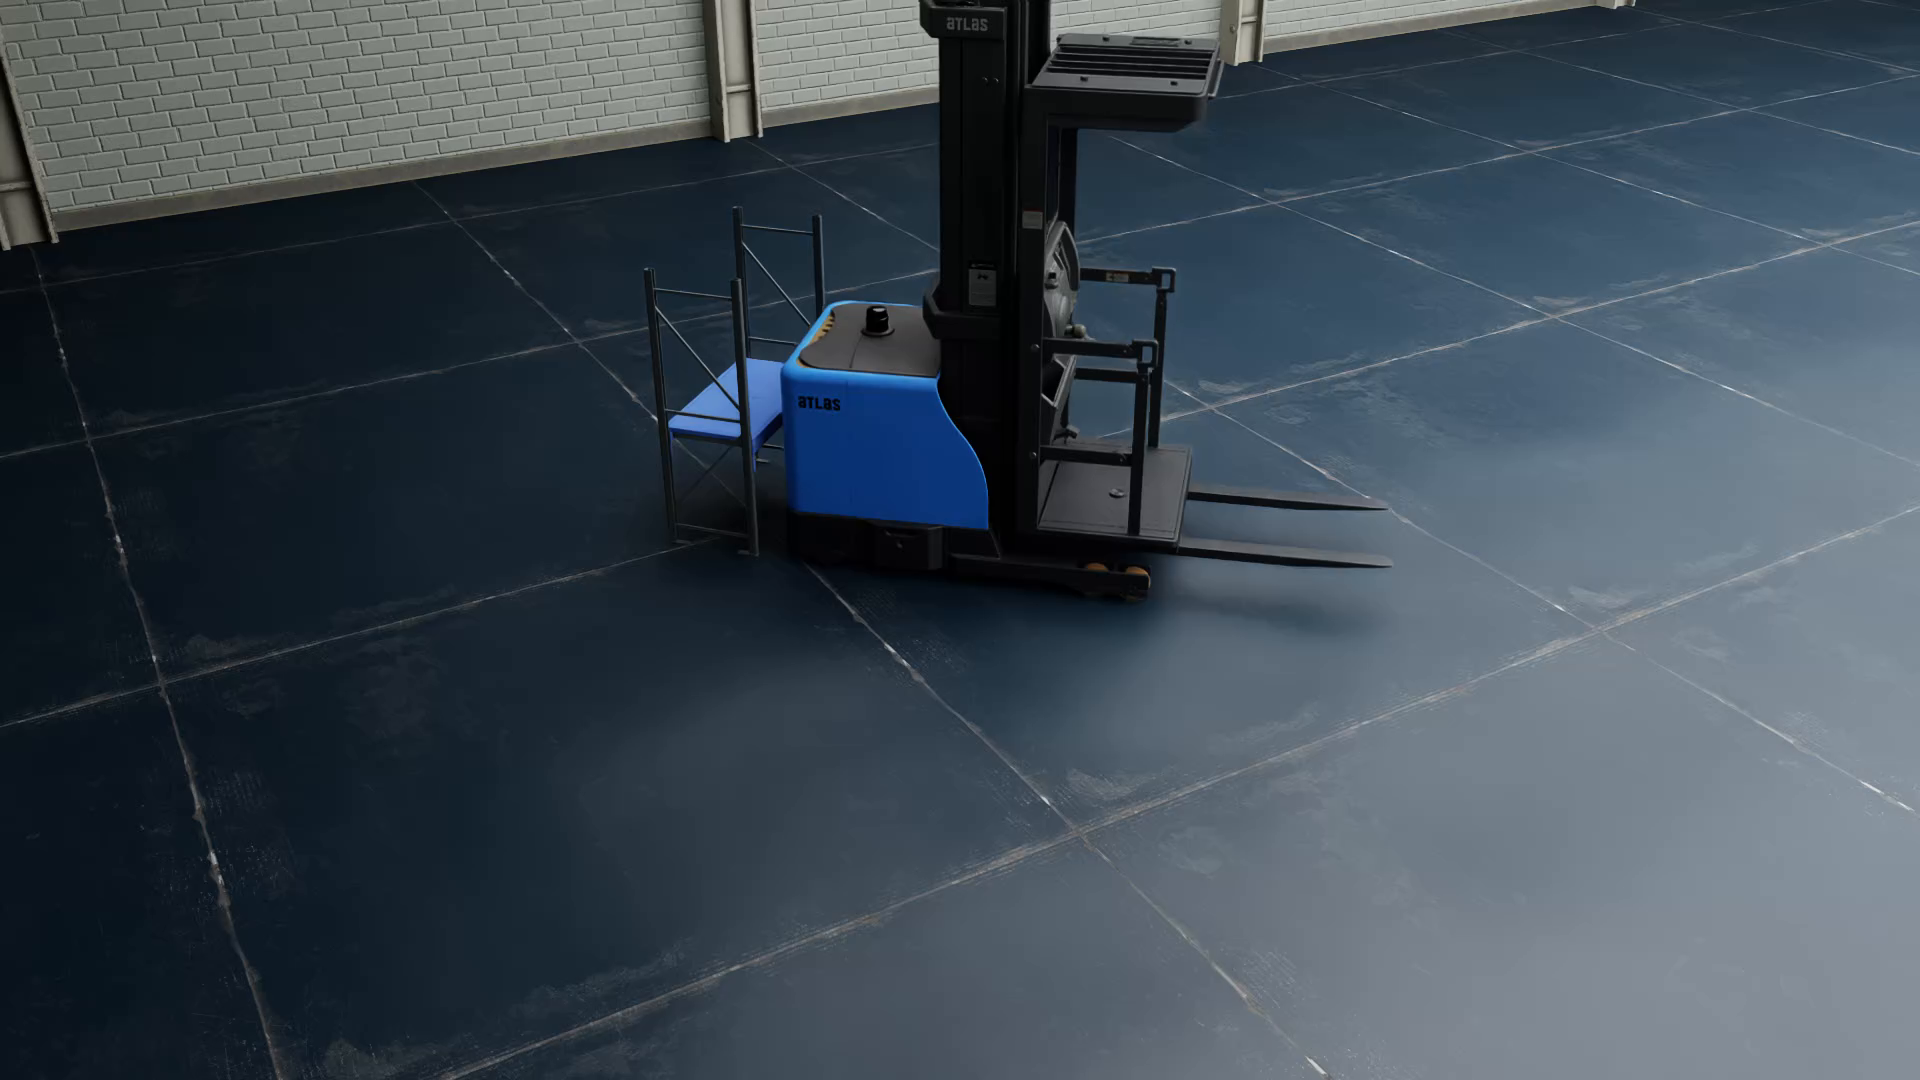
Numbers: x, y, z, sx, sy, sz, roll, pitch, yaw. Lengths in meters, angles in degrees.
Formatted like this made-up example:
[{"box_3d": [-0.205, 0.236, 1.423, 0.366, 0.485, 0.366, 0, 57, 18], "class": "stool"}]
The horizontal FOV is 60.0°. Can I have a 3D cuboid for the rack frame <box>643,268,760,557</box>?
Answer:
[{"box_3d": [-1.282, -0.614, 8.310, 0.500, 1.500, 0.032, 9, 30, 16], "class": "rack frame"}]

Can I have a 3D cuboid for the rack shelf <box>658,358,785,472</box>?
[{"box_3d": [-1.126, -0.690, 8.820, 0.538, 0.185, 1.000, 9, 30, 16], "class": "rack shelf"}]

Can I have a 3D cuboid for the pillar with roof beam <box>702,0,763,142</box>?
[{"box_3d": [0.087, -5.952, 10.222, 0.400, 9.000, 9.100, -16, 33, -26], "class": "pillar with roof beam"}]

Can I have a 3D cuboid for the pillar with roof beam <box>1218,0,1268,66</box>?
[{"box_3d": [5.260, -7.421, 12.883, 0.400, 9.000, 9.100, -16, 33, -26], "class": "pillar with roof beam"}]

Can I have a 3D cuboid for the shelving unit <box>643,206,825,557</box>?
[{"box_3d": [-1.126, -0.847, 8.733, 0.538, 1.500, 1.048, 9, 30, 16], "class": "shelving unit"}]

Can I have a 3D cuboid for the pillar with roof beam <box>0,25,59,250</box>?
[{"box_3d": [-5.087, -4.484, 7.561, 0.400, 9.000, 9.100, -16, 33, -26], "class": "pillar with roof beam"}]

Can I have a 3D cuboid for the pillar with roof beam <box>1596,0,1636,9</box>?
[{"box_3d": [10.433, -8.890, 15.545, 0.400, 9.000, 9.100, -16, 33, -26], "class": "pillar with roof beam"}]

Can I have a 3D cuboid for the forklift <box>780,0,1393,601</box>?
[{"box_3d": [0.679, -1.262, 8.003, 3.031, 2.935, 1.130, 5, 29, 10], "class": "forklift"}]

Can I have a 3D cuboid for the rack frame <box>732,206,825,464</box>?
[{"box_3d": [-0.970, -1.081, 9.157, 0.500, 1.500, 0.032, 9, 30, 16], "class": "rack frame"}]
